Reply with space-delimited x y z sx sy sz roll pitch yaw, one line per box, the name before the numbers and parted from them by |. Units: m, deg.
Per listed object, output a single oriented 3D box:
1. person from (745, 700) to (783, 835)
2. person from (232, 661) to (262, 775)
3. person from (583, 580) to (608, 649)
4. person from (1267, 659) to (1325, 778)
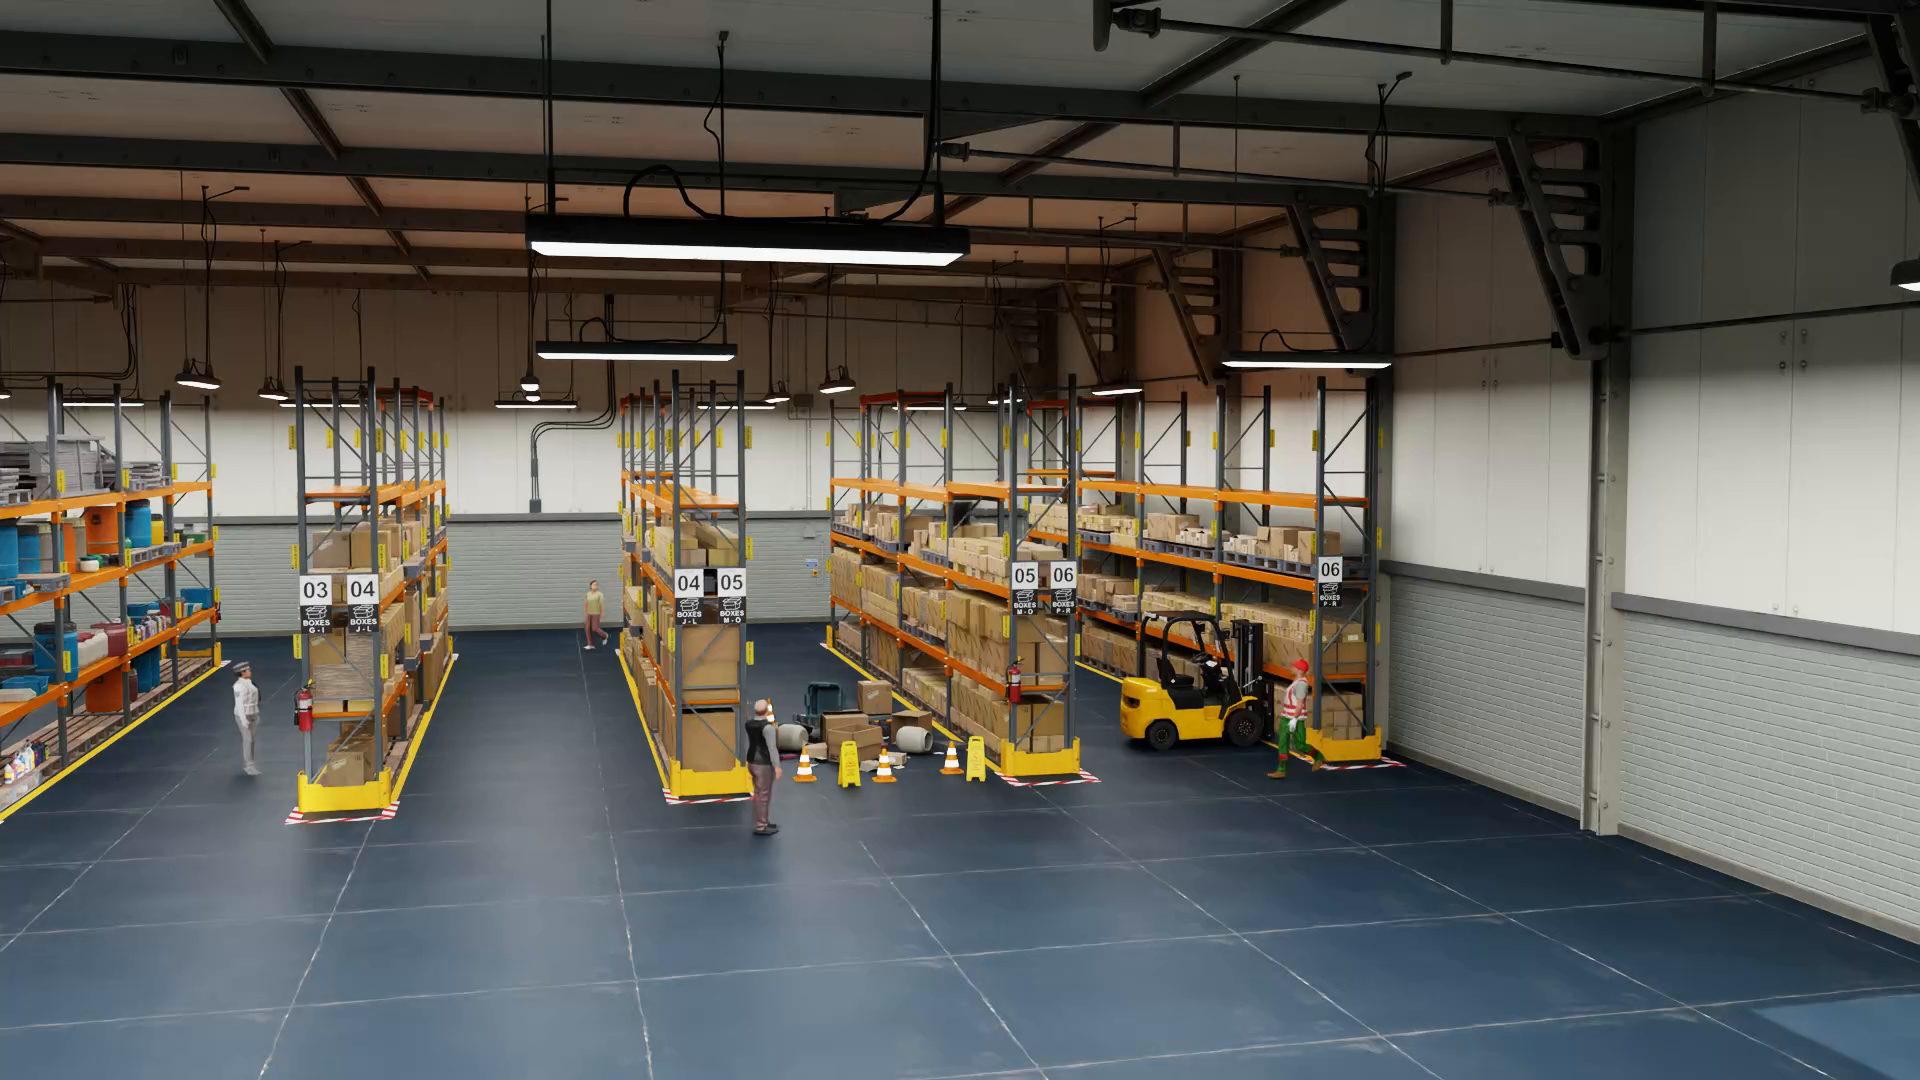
person | -2.490 2.883 21.218 0.469 1.722 0.592 -2 4 -28
person | -10.706 2.685 25.144 0.560 1.717 0.484 1 4 17
person | -8.762 1.787 39.909 0.459 1.654 0.620 2 4 33
person | 5.014 2.652 24.670 0.896 1.766 0.499 -2 4 -30
